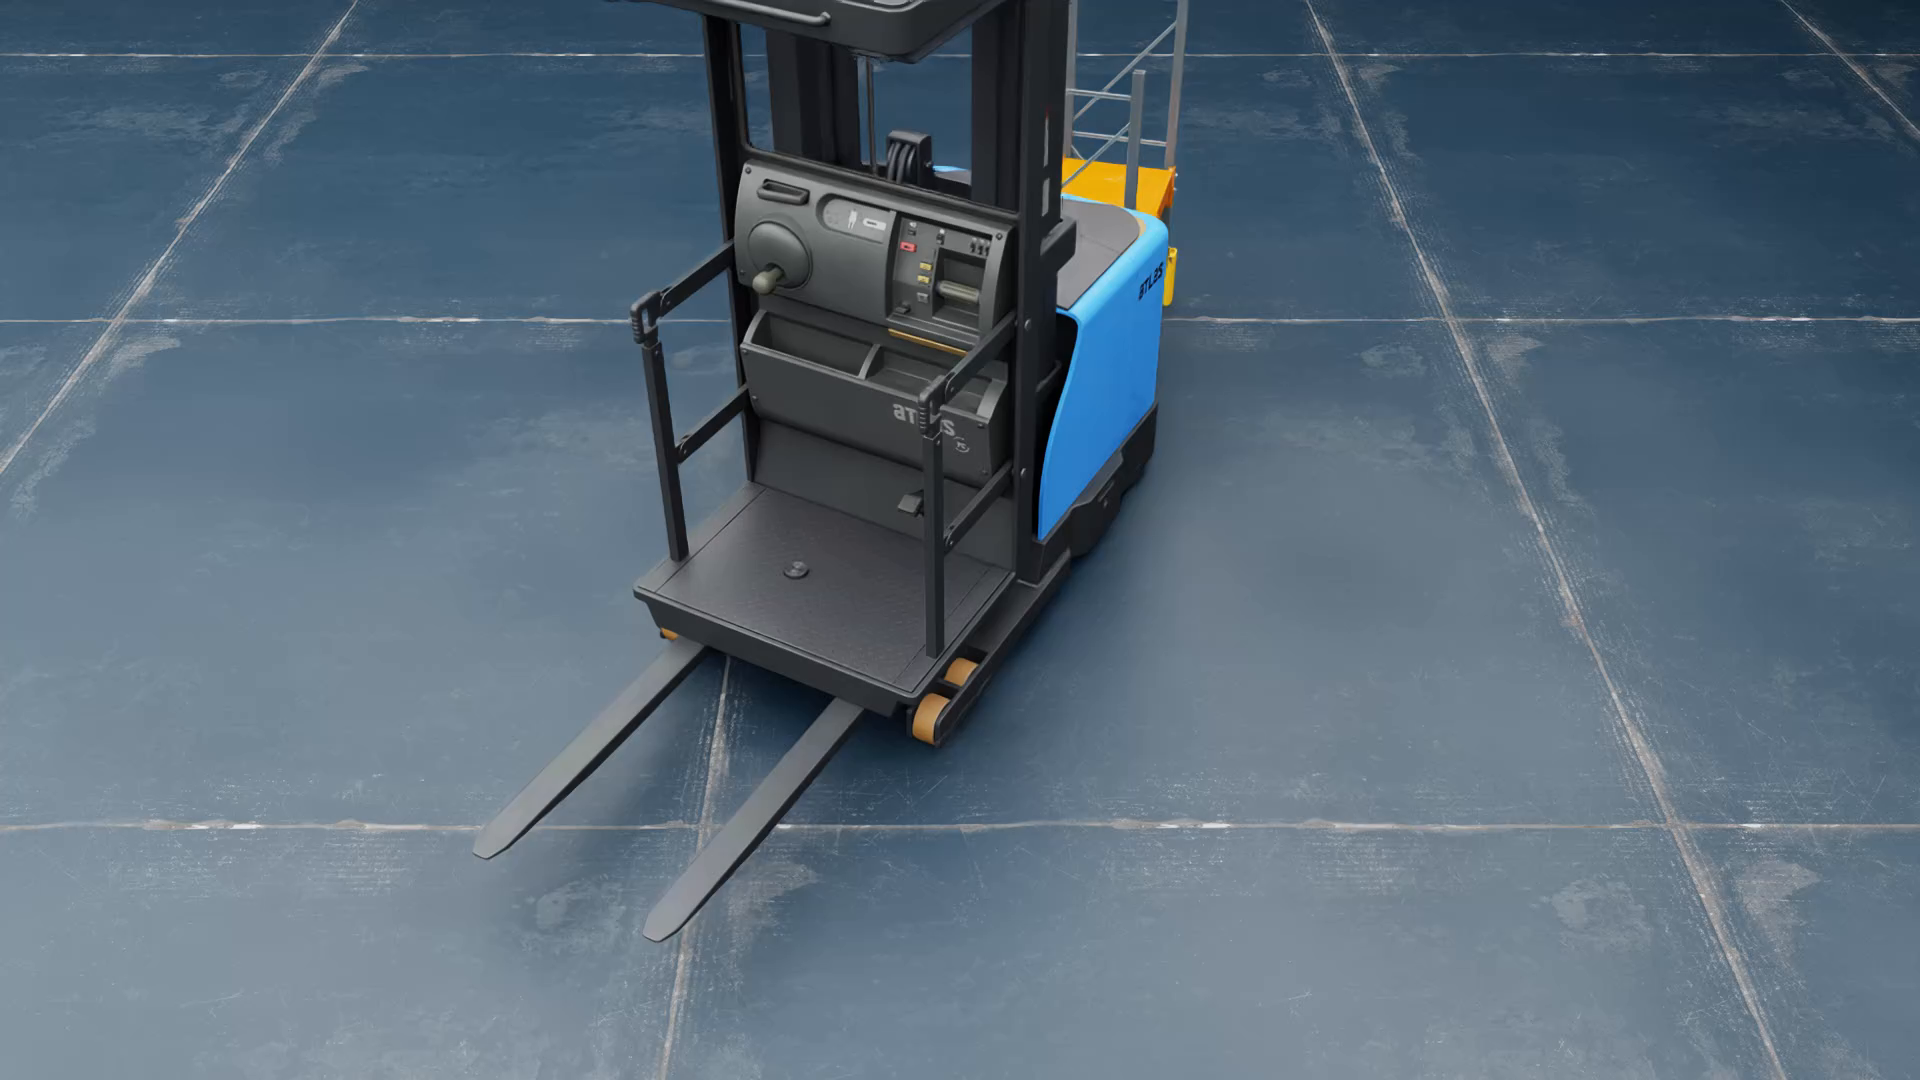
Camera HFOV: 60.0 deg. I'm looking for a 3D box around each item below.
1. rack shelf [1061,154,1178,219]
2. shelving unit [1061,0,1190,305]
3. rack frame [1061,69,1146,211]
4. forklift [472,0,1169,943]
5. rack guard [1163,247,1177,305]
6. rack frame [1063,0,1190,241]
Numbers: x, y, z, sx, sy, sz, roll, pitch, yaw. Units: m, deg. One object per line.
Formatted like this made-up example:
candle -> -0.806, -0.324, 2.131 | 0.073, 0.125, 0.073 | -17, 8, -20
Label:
rack shelf -> 0.556, -1.292, 6.951 | 0.538, 0.185, 1.000 | 10, 40, 12
shelving unit -> 0.554, -1.427, 6.831 | 0.587, 1.500, 1.083 | 10, 40, 12
rack frame -> 0.420, -1.126, 6.456 | 0.500, 1.500, 0.032 | 10, 40, 12
forklift -> -0.384, -0.803, 4.909 | 1.130, 2.935, 3.031 | 19, 42, 22
rack guard -> 0.687, -1.239, 7.597 | 0.587, 0.250, 0.087 | 10, 40, 12
rack frame -> 0.692, -1.739, 7.220 | 0.500, 1.500, 0.032 | 10, 40, 12
